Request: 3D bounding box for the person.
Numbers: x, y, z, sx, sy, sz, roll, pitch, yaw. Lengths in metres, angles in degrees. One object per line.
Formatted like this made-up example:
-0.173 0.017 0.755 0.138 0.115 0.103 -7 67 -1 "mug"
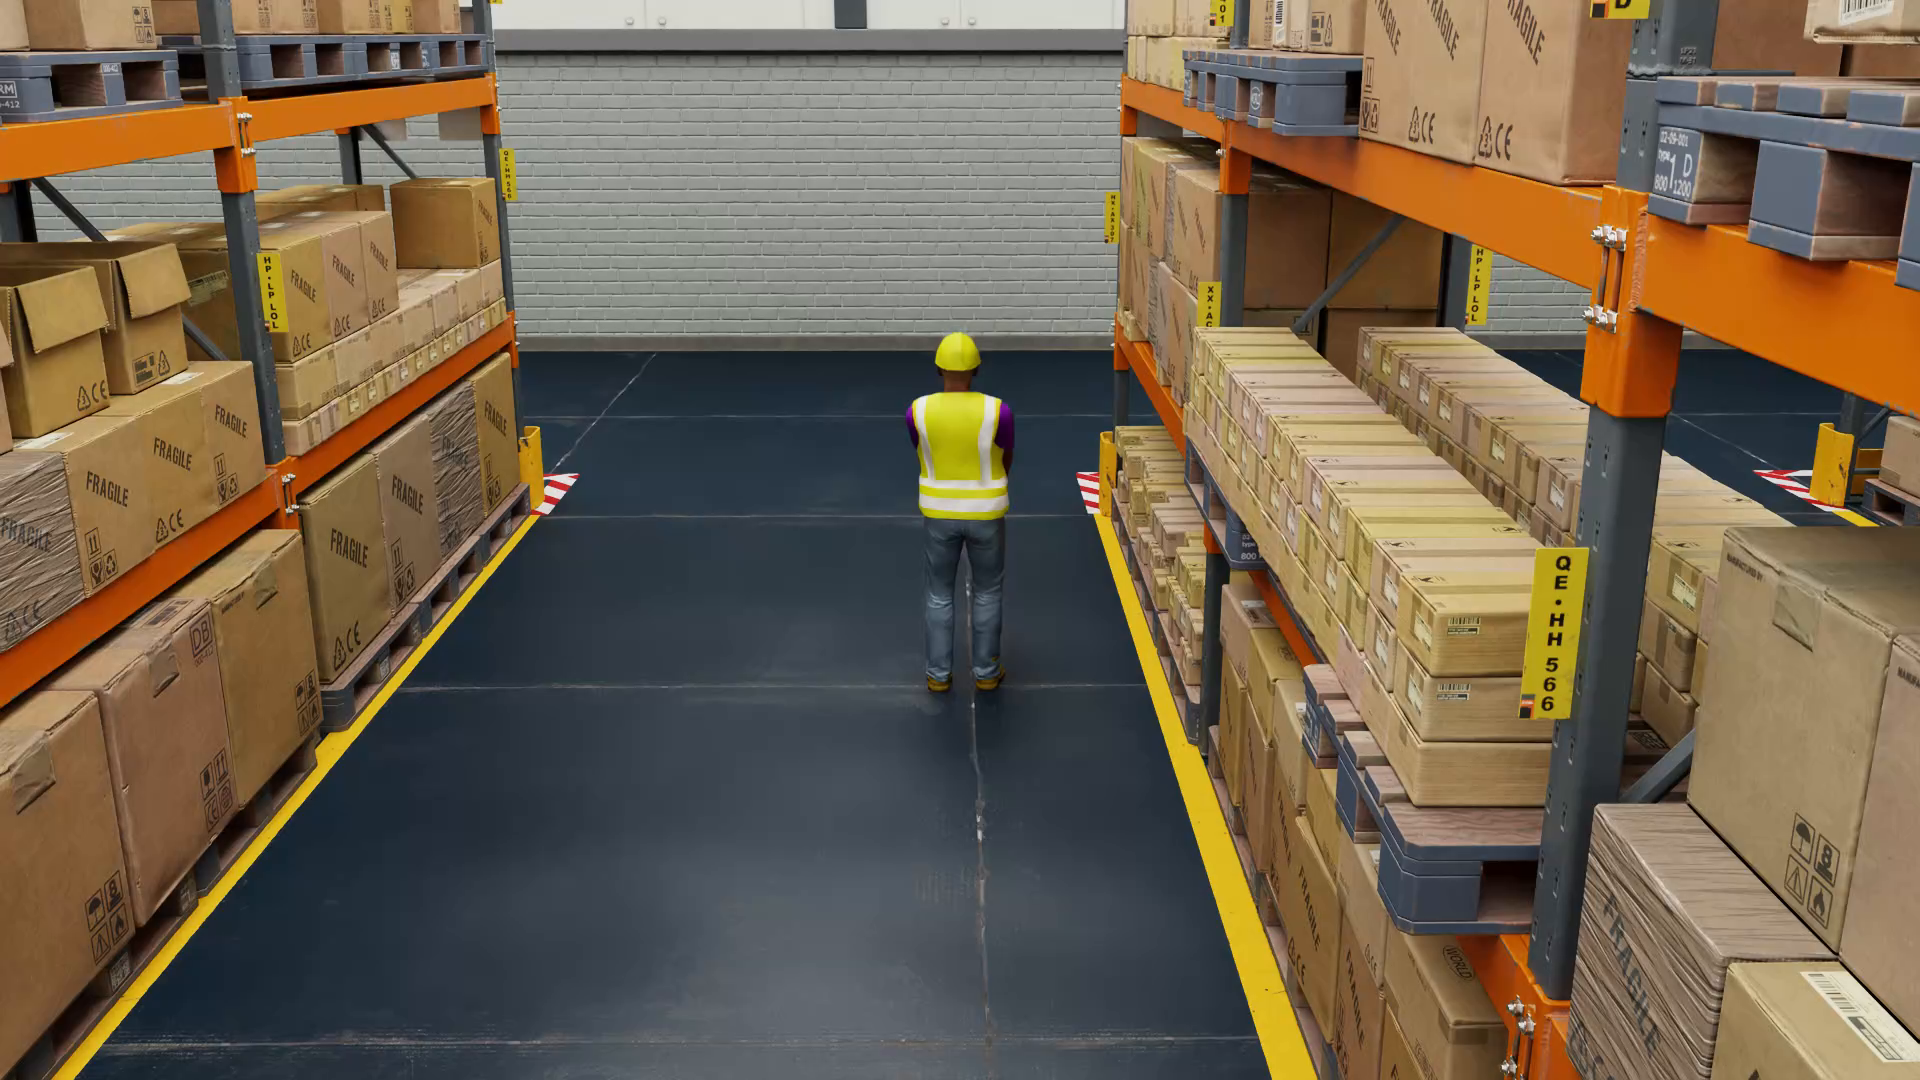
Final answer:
0.017 -0.153 8.011 0.504 1.760 0.585 2 17 7 "person"
